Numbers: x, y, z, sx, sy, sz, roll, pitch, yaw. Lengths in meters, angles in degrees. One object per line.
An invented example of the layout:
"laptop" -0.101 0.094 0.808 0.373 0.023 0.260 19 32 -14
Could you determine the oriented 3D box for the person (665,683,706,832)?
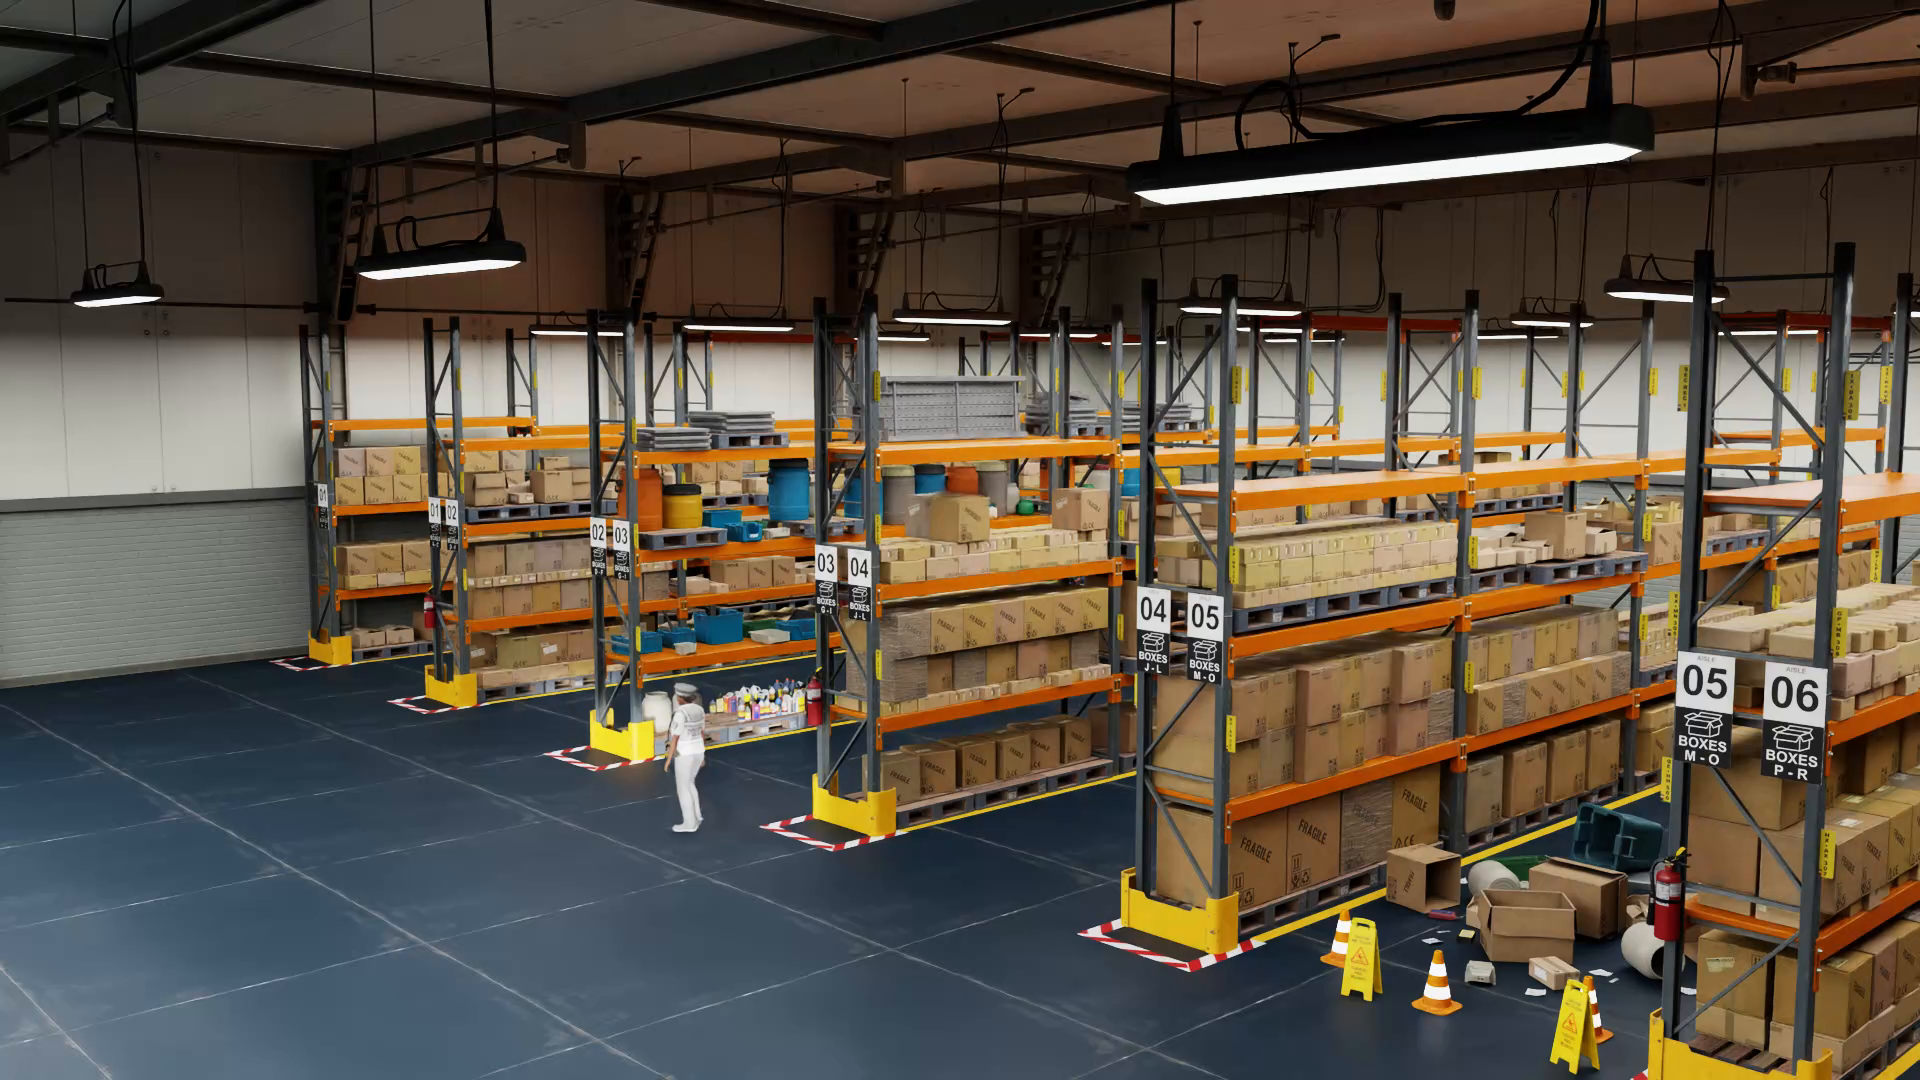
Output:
"person" -3.070 2.478 18.680 0.387 1.756 0.514 4 7 31
